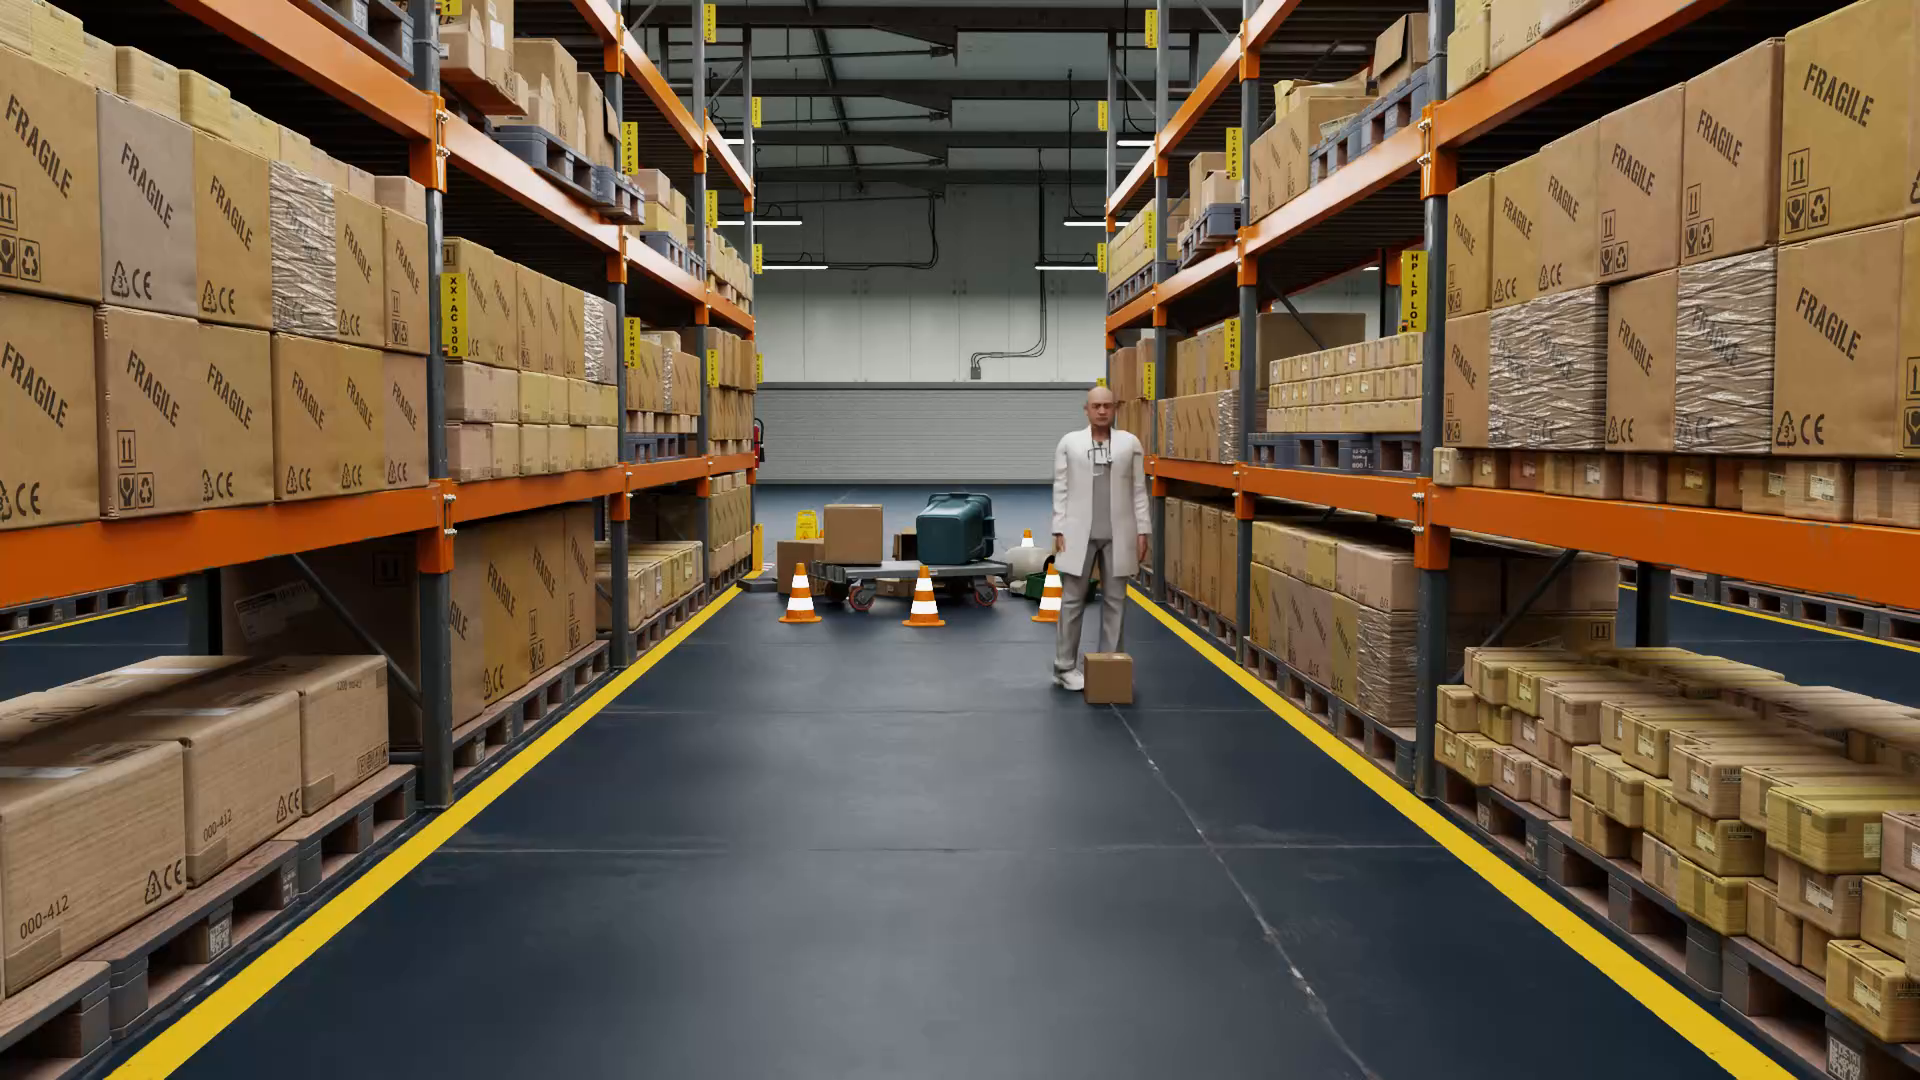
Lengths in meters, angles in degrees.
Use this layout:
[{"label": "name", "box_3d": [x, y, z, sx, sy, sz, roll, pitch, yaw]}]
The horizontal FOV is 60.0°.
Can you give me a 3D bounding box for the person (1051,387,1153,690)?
[{"label": "person", "box_3d": [0.847, -0.013, 9.860, 0.606, 1.789, 0.386, 0, 4, 0]}]
